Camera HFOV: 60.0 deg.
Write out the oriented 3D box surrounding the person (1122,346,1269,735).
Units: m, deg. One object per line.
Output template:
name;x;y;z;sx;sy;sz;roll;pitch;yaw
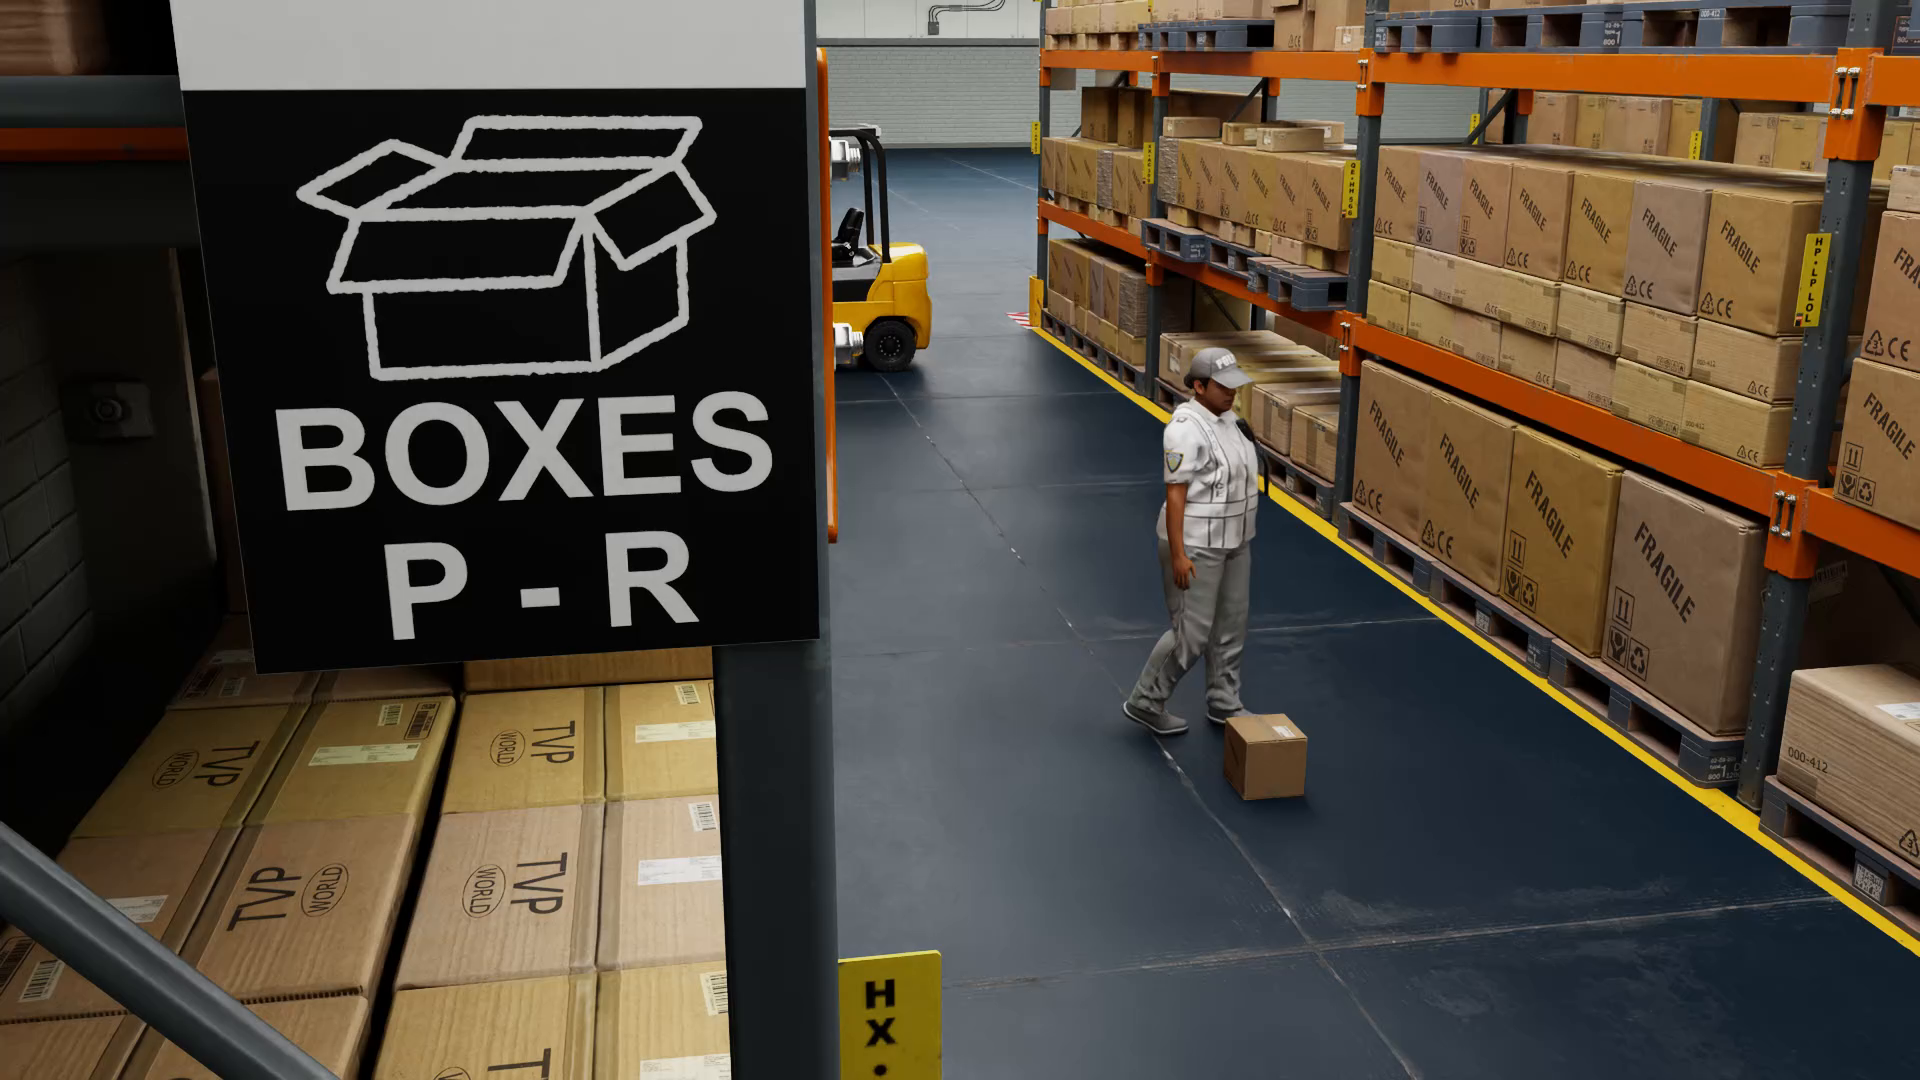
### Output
person;1.032;0.024;6.938;0.542;1.674;0.497;13;21;37
